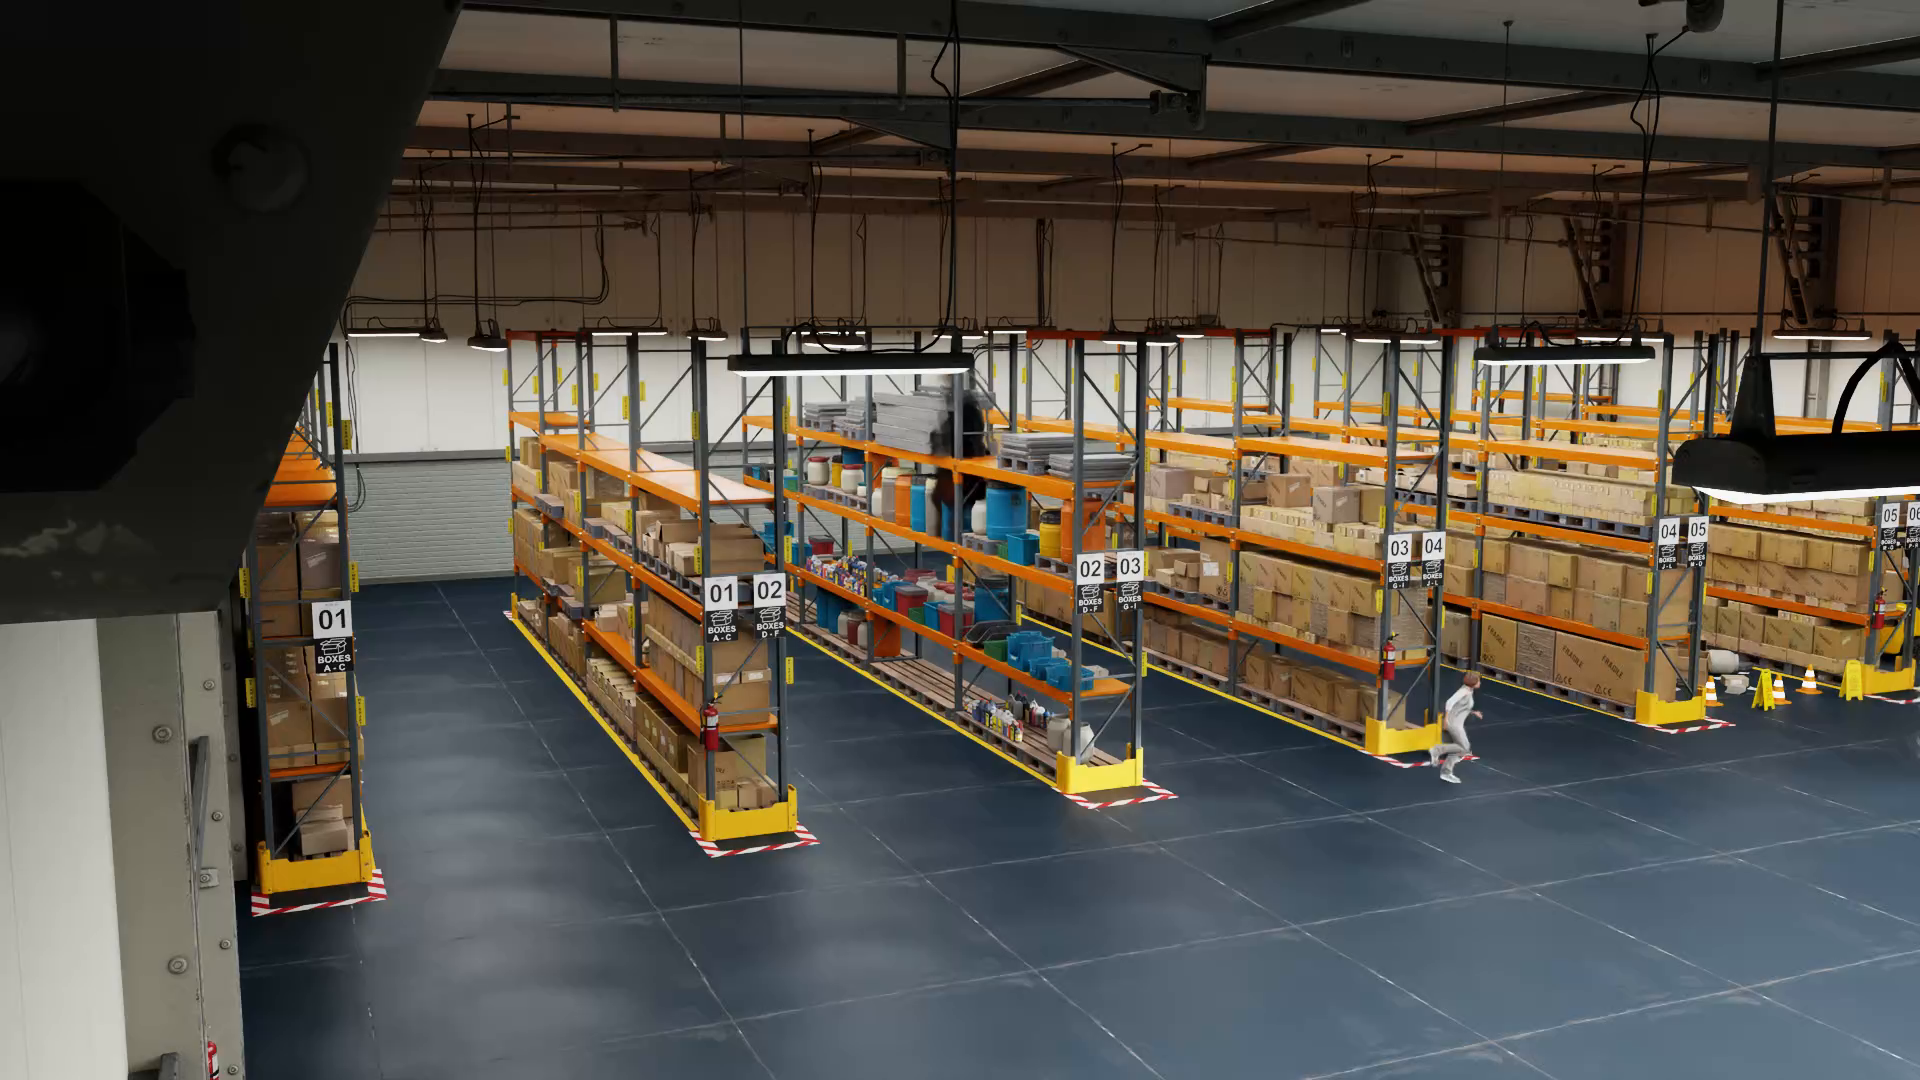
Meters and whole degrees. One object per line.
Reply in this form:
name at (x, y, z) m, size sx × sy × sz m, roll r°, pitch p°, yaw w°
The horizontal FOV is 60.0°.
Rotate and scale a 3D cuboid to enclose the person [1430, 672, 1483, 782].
person at (6.745, 2.534, 22.581) m, size 0.673 × 1.532 × 0.529 m, roll 2°, pitch 8°, yaw 16°
